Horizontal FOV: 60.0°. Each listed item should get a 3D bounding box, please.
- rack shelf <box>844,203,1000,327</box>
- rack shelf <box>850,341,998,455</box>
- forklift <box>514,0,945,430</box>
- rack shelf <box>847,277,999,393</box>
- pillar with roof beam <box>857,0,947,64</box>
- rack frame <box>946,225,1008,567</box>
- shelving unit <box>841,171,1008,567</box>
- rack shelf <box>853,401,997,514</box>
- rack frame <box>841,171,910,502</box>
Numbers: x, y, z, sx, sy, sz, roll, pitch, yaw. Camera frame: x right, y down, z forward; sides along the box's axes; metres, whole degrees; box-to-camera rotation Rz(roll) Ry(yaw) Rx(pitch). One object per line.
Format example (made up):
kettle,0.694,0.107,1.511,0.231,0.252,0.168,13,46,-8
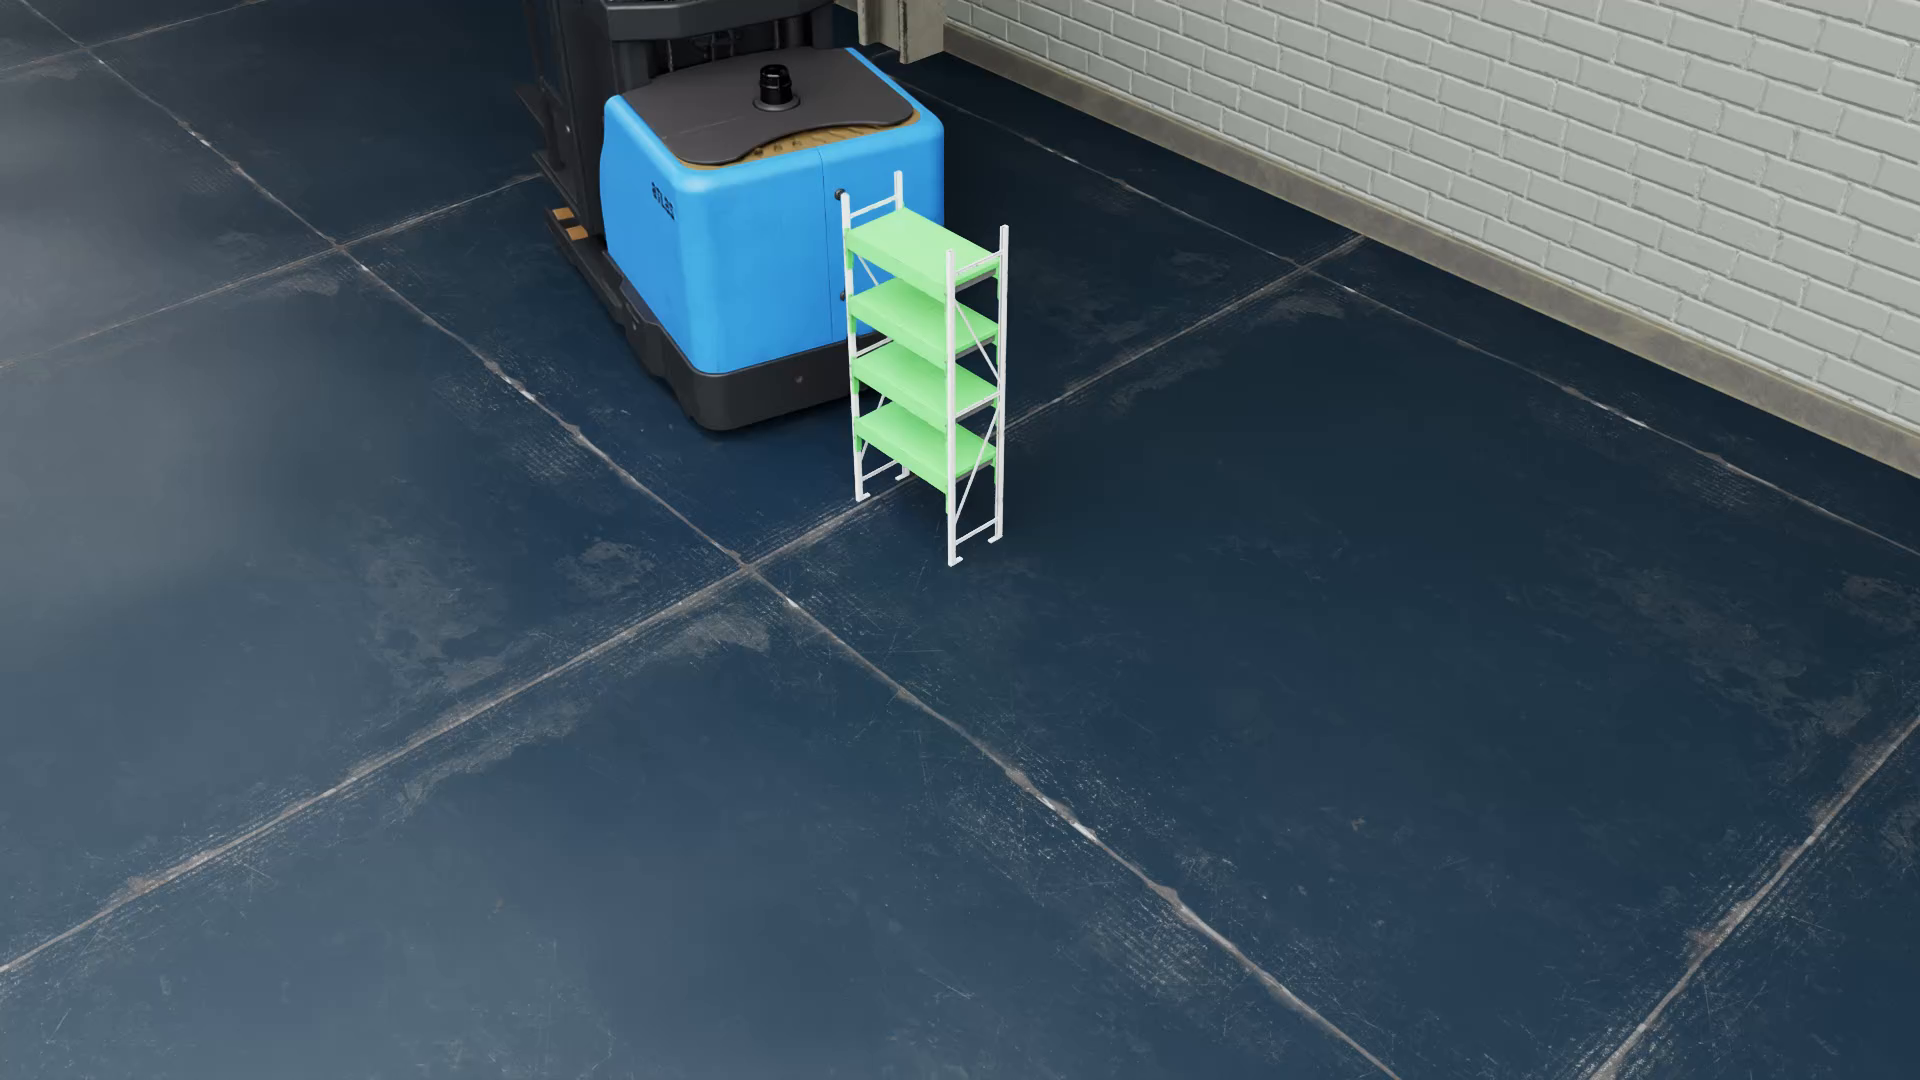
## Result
rack shelf,-0.112,-0.867,5.206,0.258,0.148,0.480,-30,48,-32
rack shelf,-0.112,-0.494,5.508,0.258,0.148,0.480,-30,48,-32
forklift,-1.177,-2.458,6.461,1.130,2.935,3.031,-19,42,-21
rack shelf,-0.112,-0.680,5.357,0.258,0.148,0.480,-30,48,-32
pillar with roof beam,-3.482,-4.375,4.005,9.100,9.000,0.400,-30,48,-32
rack frame,0.053,-0.430,5.328,0.240,1.200,0.015,-30,48,-32
shelving unit,-0.112,-0.543,5.468,0.258,1.200,0.503,-30,48,-32
rack shelf,-0.112,-0.307,5.659,0.258,0.148,0.480,-30,48,-32
rack frame,-0.277,-0.656,5.608,0.240,1.200,0.015,-30,48,-32
